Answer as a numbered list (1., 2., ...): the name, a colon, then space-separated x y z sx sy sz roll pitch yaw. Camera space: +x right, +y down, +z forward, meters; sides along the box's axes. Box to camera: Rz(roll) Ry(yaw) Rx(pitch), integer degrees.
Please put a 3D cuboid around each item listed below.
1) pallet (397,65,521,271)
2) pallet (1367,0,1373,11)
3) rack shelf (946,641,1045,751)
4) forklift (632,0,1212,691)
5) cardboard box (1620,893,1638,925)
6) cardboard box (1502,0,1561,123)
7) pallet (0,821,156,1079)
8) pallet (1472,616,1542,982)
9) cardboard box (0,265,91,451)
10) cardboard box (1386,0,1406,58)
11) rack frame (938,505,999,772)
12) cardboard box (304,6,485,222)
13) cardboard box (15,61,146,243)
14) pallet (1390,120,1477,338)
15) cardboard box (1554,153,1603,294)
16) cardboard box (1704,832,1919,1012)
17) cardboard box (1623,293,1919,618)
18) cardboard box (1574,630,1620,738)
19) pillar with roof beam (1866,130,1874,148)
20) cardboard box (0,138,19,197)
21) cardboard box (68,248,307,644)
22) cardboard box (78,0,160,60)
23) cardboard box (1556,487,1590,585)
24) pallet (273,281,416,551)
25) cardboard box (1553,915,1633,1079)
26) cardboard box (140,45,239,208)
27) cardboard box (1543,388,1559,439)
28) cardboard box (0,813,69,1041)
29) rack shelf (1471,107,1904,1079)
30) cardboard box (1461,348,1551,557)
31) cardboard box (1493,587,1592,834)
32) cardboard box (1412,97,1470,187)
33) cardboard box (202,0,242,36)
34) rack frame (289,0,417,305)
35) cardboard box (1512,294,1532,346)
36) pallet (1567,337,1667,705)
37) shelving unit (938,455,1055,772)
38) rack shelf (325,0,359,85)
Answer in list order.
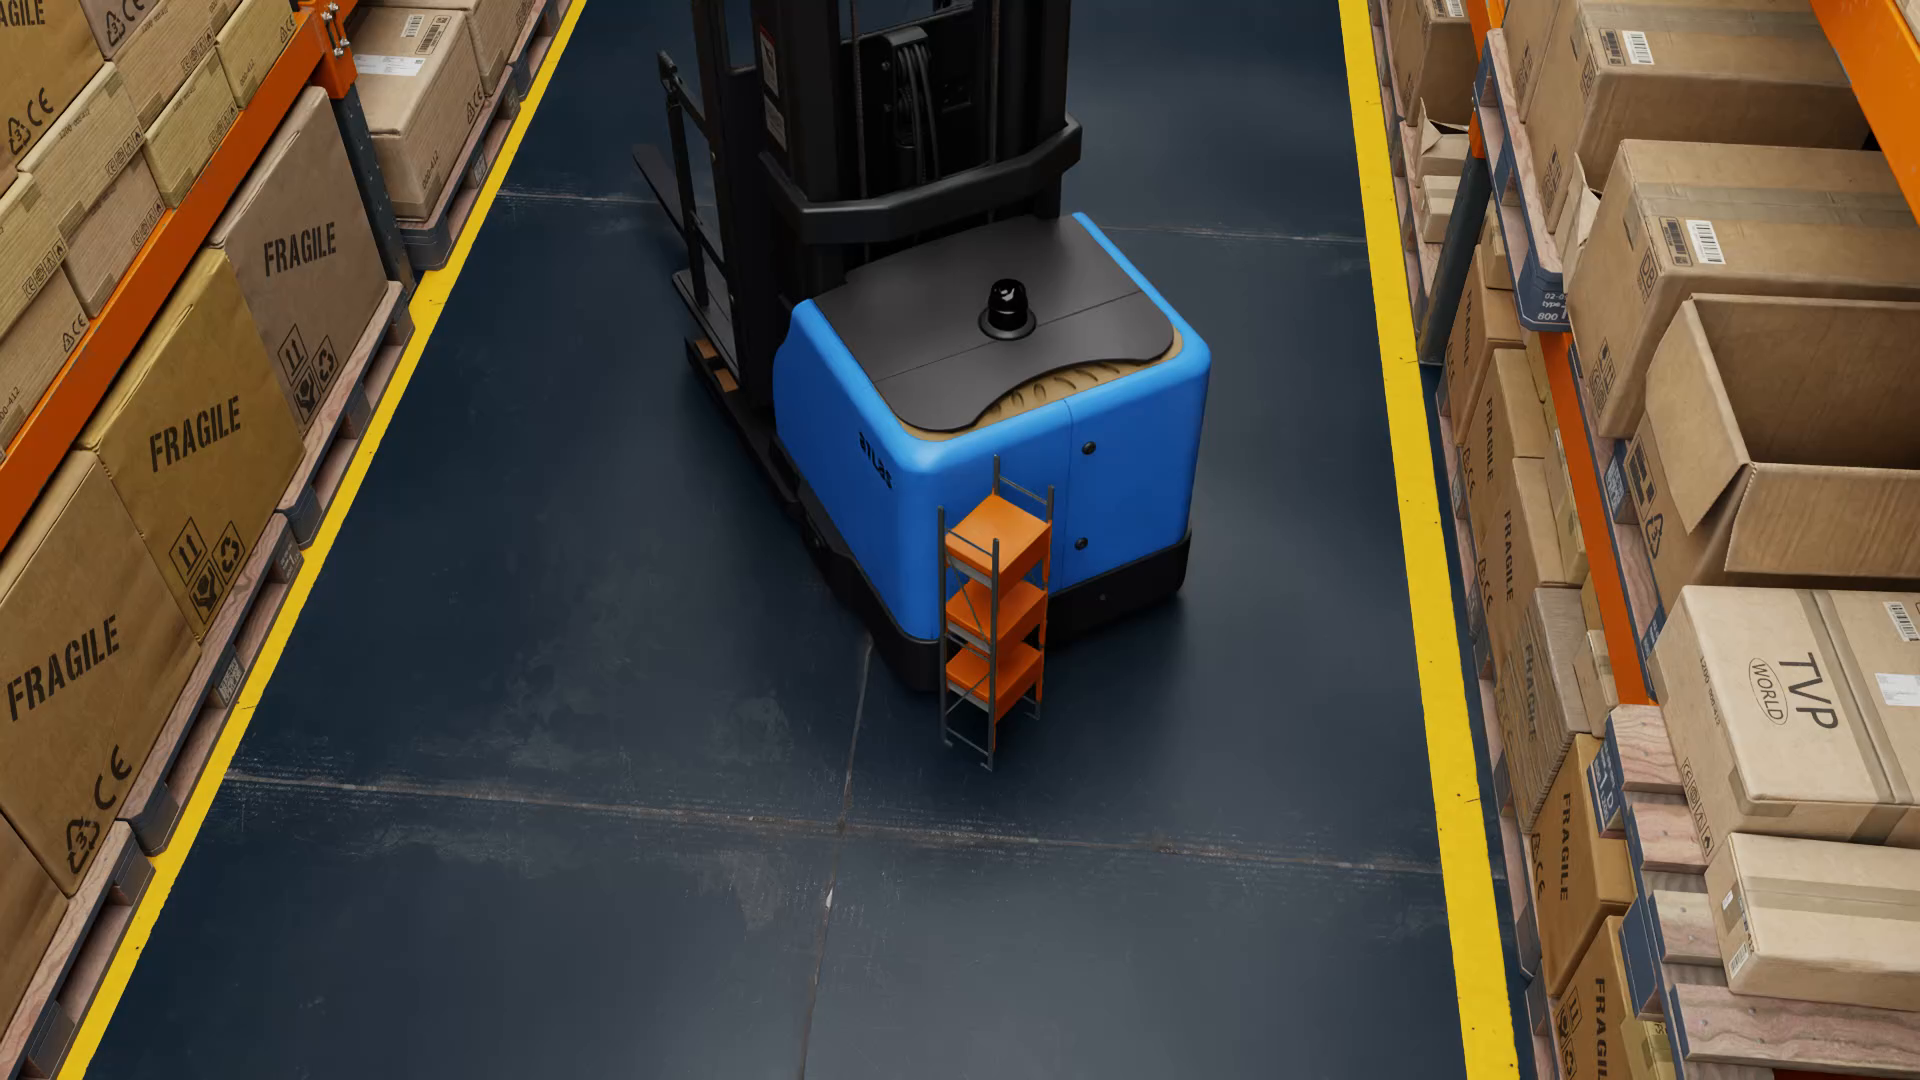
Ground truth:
1. pallet: -2.537 -1.633 7.101 1.003 0.211 1.213 4 48 4
2. pallet: 2.545 -3.046 8.393 1.003 0.211 1.213 4 48 4
3. rack shelf: 0.097 0.434 5.032 0.215 0.259 0.240 30 54 25
4. forklift: -0.377 -1.608 5.234 1.130 2.935 3.031 -21 51 -18
5. cardboard box: 1.749 0.959 3.810 0.380 0.149 0.250 2 48 2
6. cardboard box: 1.992 -1.525 4.760 0.700 0.500 0.500 5 48 5
7. pallet: -2.902 1.285 4.432 1.003 0.211 1.213 4 48 4
8. pallet: 2.114 0.750 4.921 1.003 0.211 1.213 4 48 4
9. cardboard box: -2.630 -0.500 4.276 0.500 0.250 0.500 4 48 4
10. cardboard box: 2.209 -2.477 7.392 0.500 0.500 0.500 5 48 4
11. rack frame: 0.022 0.310 4.755 0.200 1.050 0.008 30 54 25
12. cardboard box: -2.521 -1.752 6.772 0.875 0.438 0.875 3 48 3
13. cardboard box: -2.562 -1.050 4.440 0.500 0.250 0.500 5 48 4
14. pallet: 2.322 -1.253 6.753 1.003 0.211 1.213 4 48 4
15. cardboard box: 1.750 -0.791 4.247 0.396 0.266 0.258 6 48 5
16. cardboard box: 1.572 0.684 2.977 0.380 0.149 0.250 5 48 4
17. cardboard box: 1.859 -0.139 3.490 0.797 0.503 0.637 3 48 3
18. cardboard box: 1.836 0.380 4.340 0.380 0.149 0.250 2 48 2
19. pillar with roof beam: -1.067 -4.455 3.727 9.100 9.000 0.400 4 48 4
20. cardboard box: -2.613 -0.914 3.808 0.500 0.500 0.500 5 48 4
21. cardboard box: -2.736 -0.320 5.166 0.875 0.875 0.875 5 48 5
22. cardboard box: -2.515 -1.666 4.496 0.500 0.500 0.500 5 48 4
23. cardboard box: 1.905 0.002 4.685 0.380 0.149 0.250 5 48 5
24. pallet: -2.680 -0.508 6.071 1.003 0.211 1.213 4 48 4
25. cardboard box: 1.775 1.259 3.975 0.500 0.500 0.500 3 48 3
26. cardboard box: -2.522 -1.250 4.962 0.500 0.250 0.500 3 48 3
27. cardboard box: 1.989 -0.361 5.017 0.380 0.149 0.250 3 48 3
28. cardboard box: -2.903 0.992 3.966 0.875 0.875 0.875 3 48 3
29. rack shelf: 2.076 0.022 4.184 1.077 0.370 4.000 4 48 4
30. cardboard box: 1.952 -0.256 5.361 0.500 0.500 0.500 3 48 3
31. cardboard box: 1.849 0.491 4.677 0.500 0.500 0.500 2 48 2
32. cardboard box: 2.050 -1.600 6.749 0.396 0.266 0.258 5 48 5
33. cardboard box: -2.483 -1.799 5.125 0.500 0.250 0.500 4 48 3
34. rack frame: -2.685 -2.021 5.566 1.000 3.000 0.127 4 48 4
35. cardboard box: 2.013 -0.753 5.375 0.380 0.149 0.250 3 48 2
36. pallet: 2.067 -0.115 3.953 1.003 0.211 1.213 4 48 4
37. shelving unit: 0.097 0.240 4.819 0.215 1.050 0.252 30 54 25
38. rack shelf: -2.502 -3.248 7.175 1.077 0.370 4.000 4 48 4
